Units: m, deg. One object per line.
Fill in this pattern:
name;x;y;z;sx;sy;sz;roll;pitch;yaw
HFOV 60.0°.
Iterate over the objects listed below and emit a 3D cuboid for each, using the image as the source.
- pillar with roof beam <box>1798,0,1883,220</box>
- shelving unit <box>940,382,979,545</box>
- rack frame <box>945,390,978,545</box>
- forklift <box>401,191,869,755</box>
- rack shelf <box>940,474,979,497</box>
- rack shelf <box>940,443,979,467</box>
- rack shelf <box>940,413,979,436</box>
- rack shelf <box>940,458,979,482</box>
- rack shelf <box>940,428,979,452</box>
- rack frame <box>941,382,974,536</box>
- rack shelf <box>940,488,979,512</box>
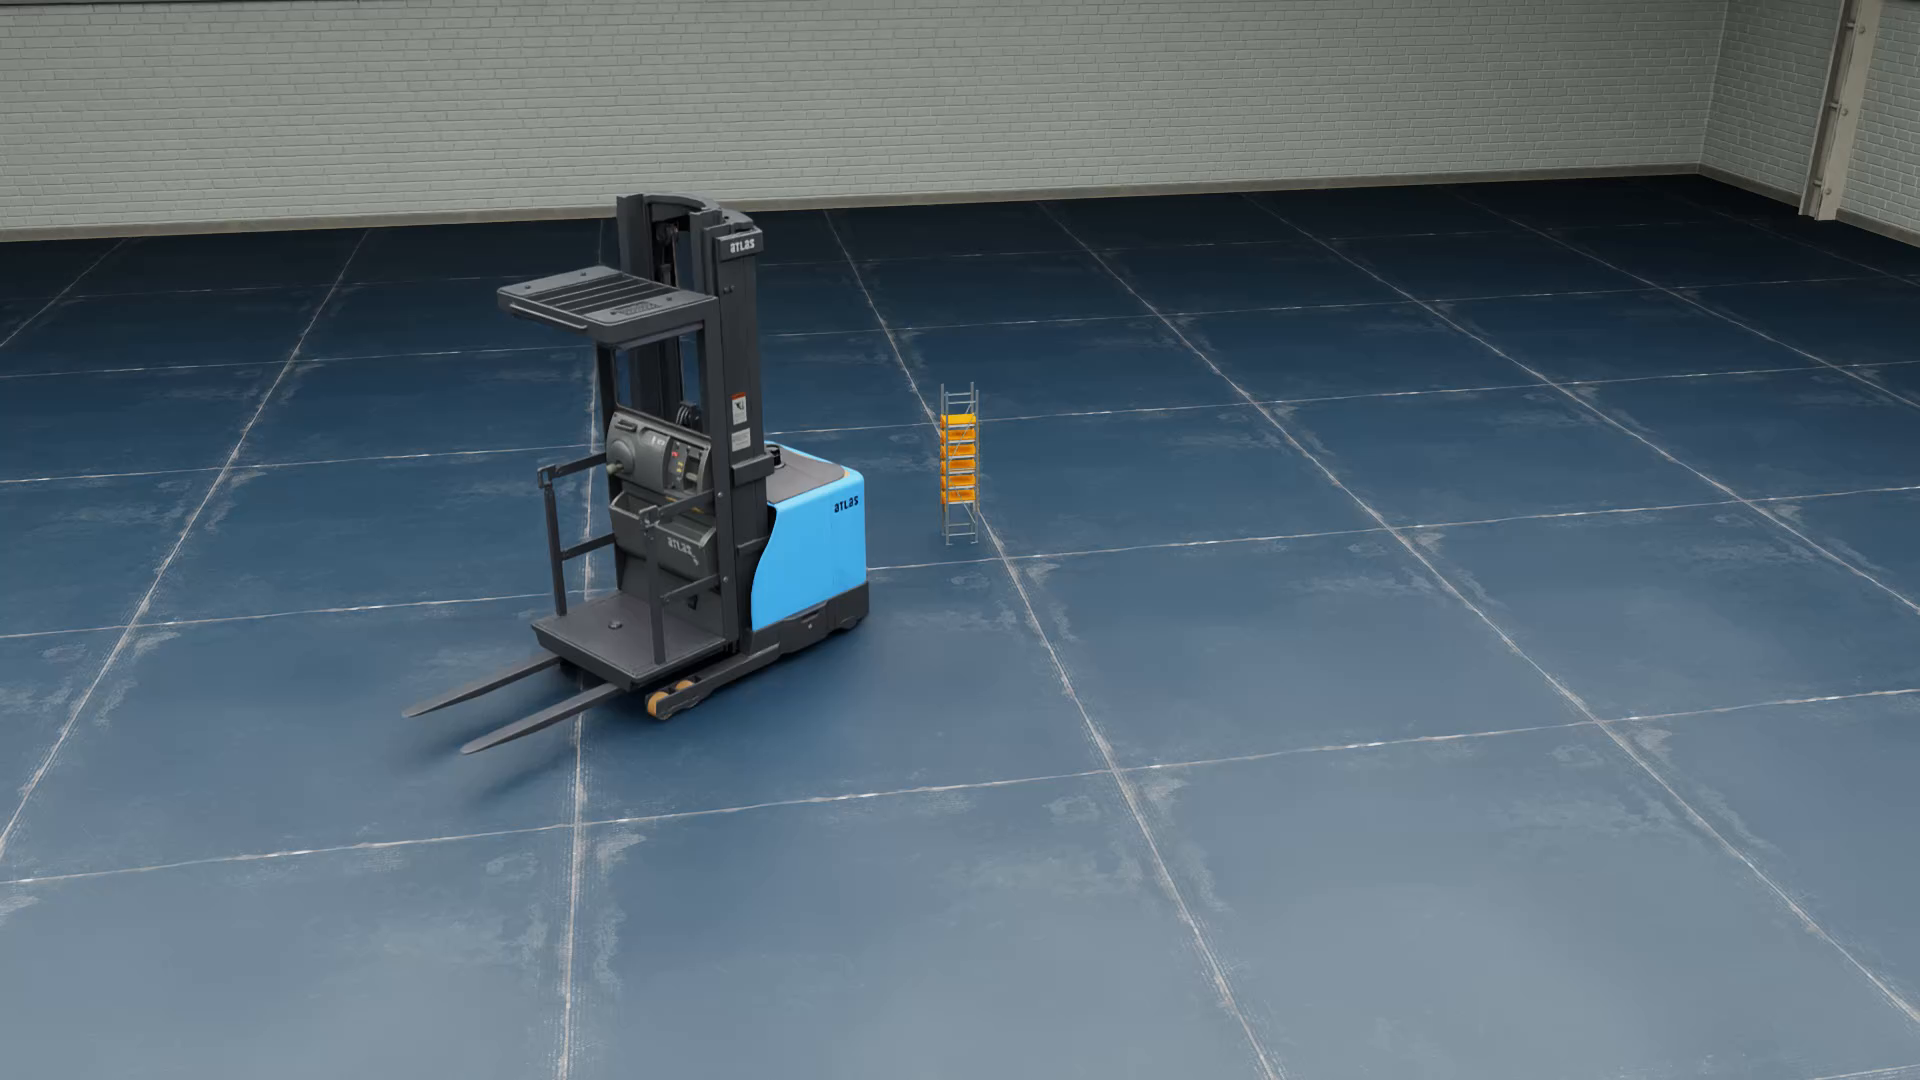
pillar with roof beam;7.383;-8.186;19.992;9.100;9.000;0.400;-4;24;-10
shelving unit;-0.003;-0.556;12.265;0.258;1.200;0.189;-4;24;-10
rack frame;0.014;-0.520;12.183;0.240;1.200;0.006;-4;24;-10
forklift;-1.974;-0.490;9.952;1.130;2.935;3.031;20;31;38
rack shelf;-0.003;-0.405;12.331;0.258;0.103;0.180;-4;24;-10
rack shelf;-0.003;-0.625;12.235;0.258;0.103;0.180;-4;24;-10
rack shelf;-0.003;-0.845;12.139;0.258;0.103;0.180;-4;24;-10
rack shelf;-0.003;-0.515;12.283;0.258;0.103;0.180;-4;24;-10
rack shelf;-0.003;-0.735;12.187;0.258;0.103;0.180;-4;24;-10
rack frame;-0.020;-0.592;12.348;0.240;1.200;0.006;-4;24;-10
rack shelf;-0.003;-0.295;12.379;0.258;0.103;0.180;-4;24;-10
